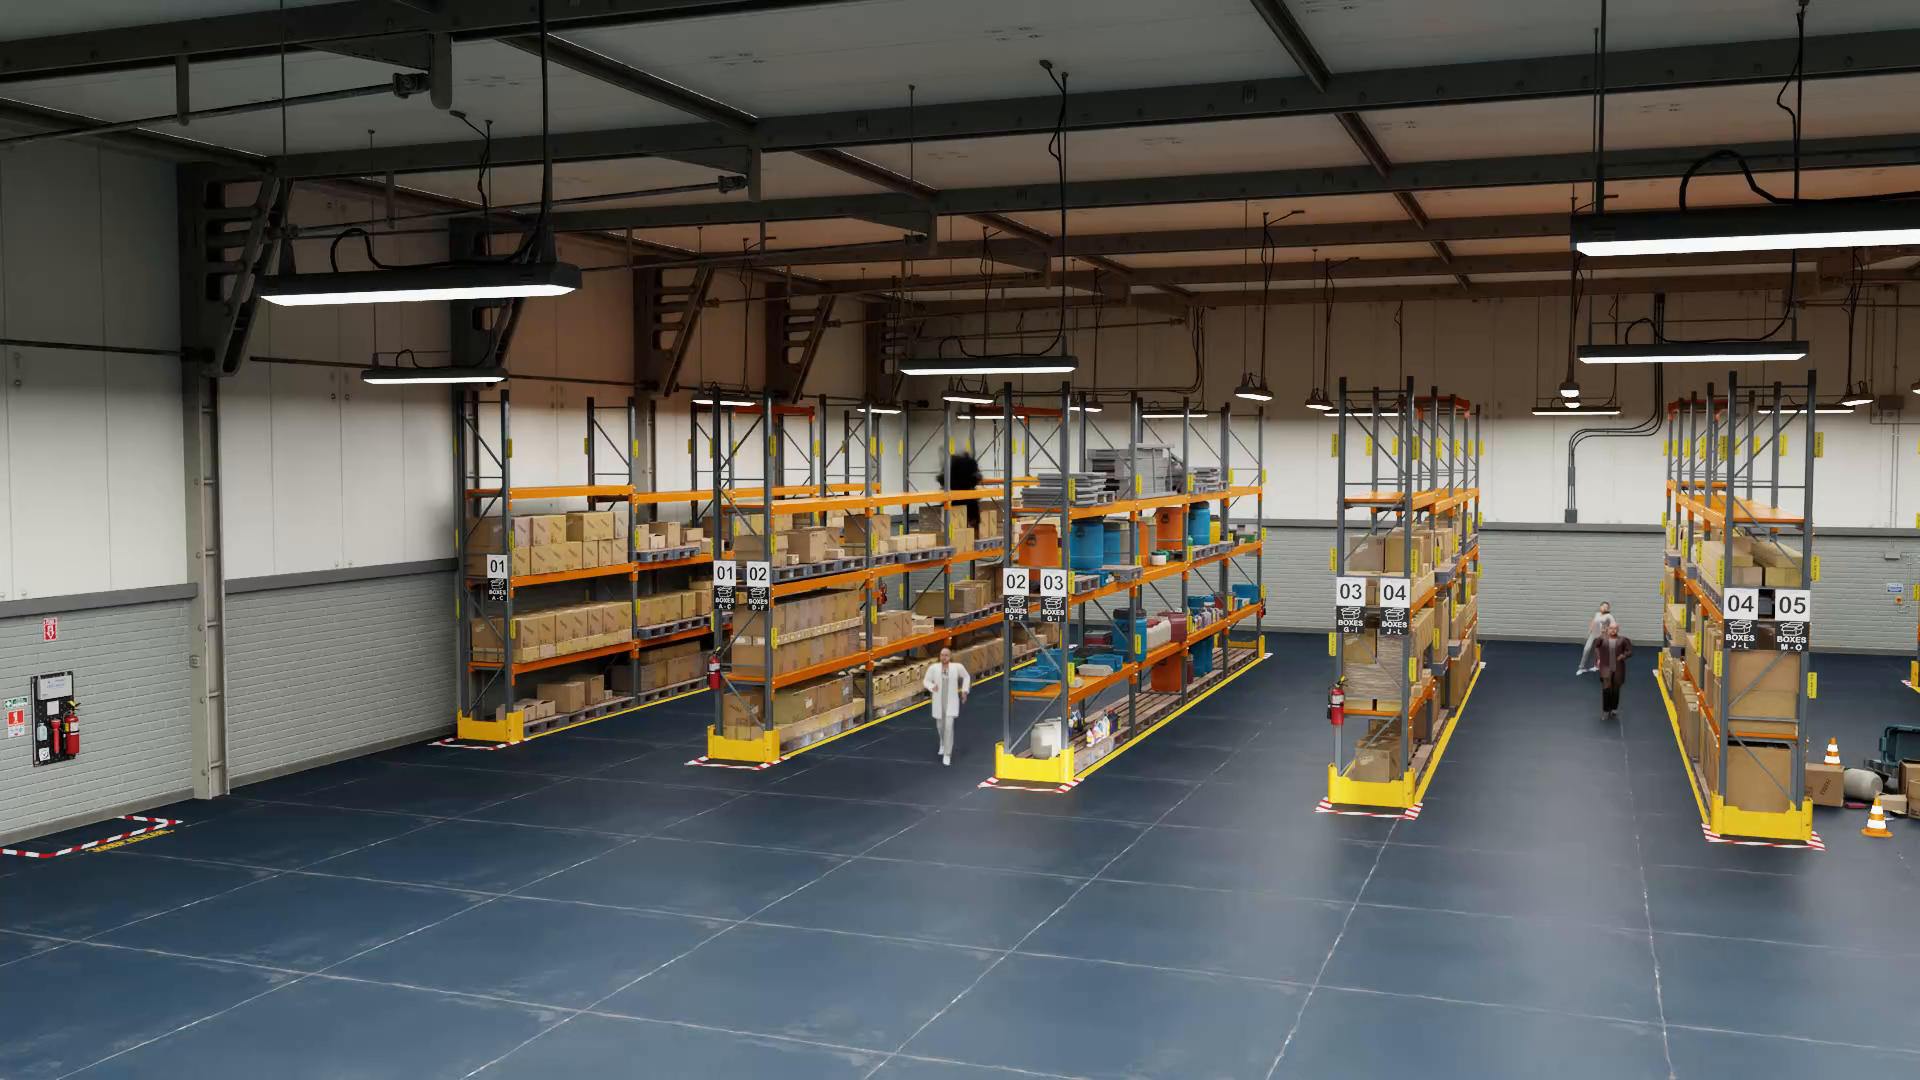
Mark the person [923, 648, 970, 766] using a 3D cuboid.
[{"bbox_3d":[-0.220,2.640,26.692,0.737,1.828,0.923,1,3,9],"label":"person"}]

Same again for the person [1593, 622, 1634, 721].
[{"bbox_3d":[12.075,2.438,30.741,0.688,1.839,0.836,1,3,20],"label":"person"}]

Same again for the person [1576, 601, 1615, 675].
[{"bbox_3d":[14.155,2.174,36.809,0.806,1.649,0.671,-3,4,-39],"label":"person"}]
